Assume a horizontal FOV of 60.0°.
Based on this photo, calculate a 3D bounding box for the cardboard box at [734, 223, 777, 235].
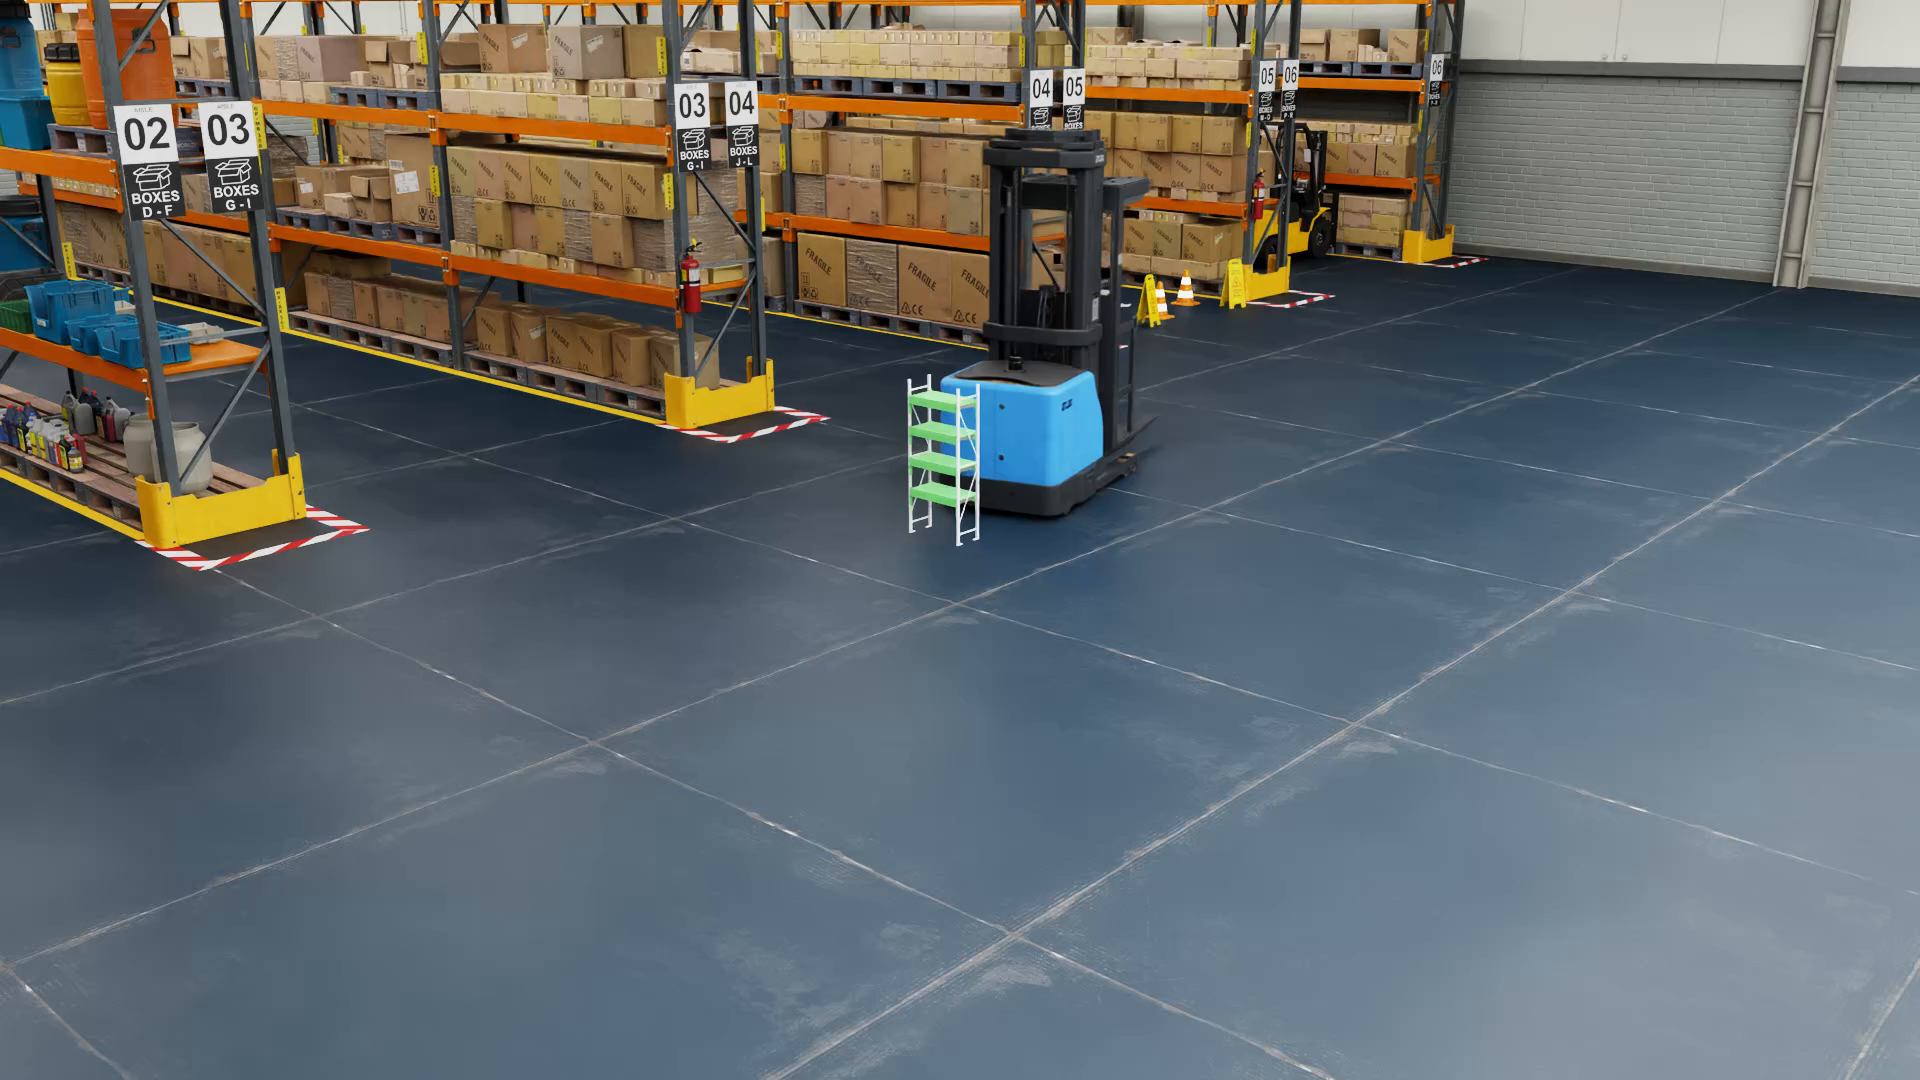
[{"bbox_3d":[-3.171,-3.969,23.185,0.750,0.750,1.050,15,23,39],"label":"cardboard box"}]

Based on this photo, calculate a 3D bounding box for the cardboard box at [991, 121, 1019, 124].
[{"bbox_3d":[0.747,-6.332,26.253,0.500,0.500,0.500,15,23,39],"label":"cardboard box"}]

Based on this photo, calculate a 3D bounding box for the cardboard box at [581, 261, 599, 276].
[{"bbox_3d":[-3.600,-2.776,16.814,0.250,0.149,0.380,15,23,39],"label":"cardboard box"}]

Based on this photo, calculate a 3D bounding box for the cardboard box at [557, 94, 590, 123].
[{"bbox_3d":[-3.586,-4.239,16.300,0.500,0.250,0.500,16,23,40],"label":"cardboard box"}]

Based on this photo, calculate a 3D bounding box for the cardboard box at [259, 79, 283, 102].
[{"bbox_3d":[-8.105,-5.450,20.115,0.500,0.250,0.500,16,23,40],"label":"cardboard box"}]

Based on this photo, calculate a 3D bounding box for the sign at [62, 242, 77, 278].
[{"bbox_3d":[-8.210,-2.574,15.307,0.005,0.325,0.100,15,23,39],"label":"sign"}]

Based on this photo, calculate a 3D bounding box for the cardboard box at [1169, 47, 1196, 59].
[{"bbox_3d":[3.121,-6.792,23.192,0.250,0.149,0.380,15,23,39],"label":"cardboard box"}]

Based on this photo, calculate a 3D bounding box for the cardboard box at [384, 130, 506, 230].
[{"bbox_3d":[-5.797,-4.118,18.942,1.000,1.000,1.000,15,23,40],"label":"cardboard box"}]

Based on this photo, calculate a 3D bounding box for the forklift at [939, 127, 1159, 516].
[{"bbox_3d":[0.912,-1.985,14.021,1.130,2.935,3.031,8,19,24],"label":"forklift"}]

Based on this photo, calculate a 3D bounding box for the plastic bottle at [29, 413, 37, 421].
[{"bbox_3d":[-8.066,-0.972,14.497,0.097,0.271,0.097,0,18,0],"label":"plastic bottle"}]

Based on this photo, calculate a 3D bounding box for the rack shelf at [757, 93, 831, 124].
[{"bbox_3d":[-3.424,-6.031,22.887,4.000,0.370,1.077,15,23,39],"label":"rack shelf"}]

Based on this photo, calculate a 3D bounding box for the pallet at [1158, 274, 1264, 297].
[{"bbox_3d":[3.633,-3.737,24.037,1.213,0.211,1.003,15,23,39],"label":"pallet"}]

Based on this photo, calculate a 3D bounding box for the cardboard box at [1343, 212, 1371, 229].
[{"bbox_3d":[6.627,-5.261,27.256,0.500,0.250,0.500,15,23,39],"label":"cardboard box"}]

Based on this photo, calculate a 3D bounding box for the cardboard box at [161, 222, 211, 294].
[{"bbox_3d":[-10.118,-3.931,22.858,0.875,0.875,1.225,14,22,37],"label":"cardboard box"}]

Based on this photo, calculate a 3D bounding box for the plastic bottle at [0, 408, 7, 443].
[{"bbox_3d":[-8.376,-1.010,14.610,0.135,0.276,0.152,16,24,41],"label":"plastic bottle"}]

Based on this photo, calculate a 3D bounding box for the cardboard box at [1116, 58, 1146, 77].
[{"bbox_3d":[2.567,-6.727,23.646,0.500,0.250,0.500,15,23,40],"label":"cardboard box"}]

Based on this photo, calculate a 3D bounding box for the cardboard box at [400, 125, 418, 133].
[{"bbox_3d":[-8.832,-6.951,27.244,0.500,0.500,0.500,14,22,38],"label":"cardboard box"}]

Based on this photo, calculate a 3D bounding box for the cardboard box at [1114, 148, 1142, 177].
[{"bbox_3d":[2.575,-5.425,24.089,0.500,0.500,0.500,15,23,40],"label":"cardboard box"}]

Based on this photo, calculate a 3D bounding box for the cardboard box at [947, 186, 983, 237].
[{"bbox_3d":[0.331,-3.981,19.948,0.550,0.550,0.875,15,23,39],"label":"cardboard box"}]

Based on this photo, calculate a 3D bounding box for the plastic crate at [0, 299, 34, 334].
[{"bbox_3d":[-7.755,-1.883,13.935,0.662,0.188,0.450,15,23,39],"label":"plastic crate"}]

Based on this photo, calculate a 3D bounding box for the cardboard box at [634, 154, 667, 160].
[{"bbox_3d":[-2.903,-3.578,16.616,0.500,0.500,0.500,15,23,39],"label":"cardboard box"}]

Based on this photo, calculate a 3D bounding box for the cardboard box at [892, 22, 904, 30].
[{"bbox_3d":[-1.135,-10.264,33.415,0.258,0.266,0.396,15,23,38],"label":"cardboard box"}]

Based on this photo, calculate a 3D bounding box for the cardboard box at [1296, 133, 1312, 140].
[{"bbox_3d":[5.781,-6.725,27.605,0.250,0.149,0.380,14,23,38],"label":"cardboard box"}]

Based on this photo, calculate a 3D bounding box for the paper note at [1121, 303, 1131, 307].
[{"bbox_3d":[2.246,-3.204,22.657,0.142,0.019,0.148,7,19,21],"label":"paper note"}]

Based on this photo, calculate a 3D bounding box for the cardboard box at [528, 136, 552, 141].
[{"bbox_3d":[-6.507,-6.214,25.972,0.250,0.149,0.380,14,22,37],"label":"cardboard box"}]

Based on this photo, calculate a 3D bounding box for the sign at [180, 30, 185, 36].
[{"bbox_3d":[-10.926,-6.998,23.369,0.005,0.325,0.100,15,23,39],"label":"sign"}]

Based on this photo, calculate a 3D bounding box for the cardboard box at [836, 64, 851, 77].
[{"bbox_3d":[-1.313,-5.798,20.519,0.250,0.149,0.380,15,23,38],"label":"cardboard box"}]

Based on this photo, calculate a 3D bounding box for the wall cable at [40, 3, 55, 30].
[{"bbox_3d":[-16.212,-12.158,30.727,0.120,5.999,2.277,15,23,39],"label":"wall cable"}]

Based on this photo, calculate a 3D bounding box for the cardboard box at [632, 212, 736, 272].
[{"bbox_3d":[-2.697,-2.944,16.271,0.500,0.500,0.875,15,23,39],"label":"cardboard box"}]

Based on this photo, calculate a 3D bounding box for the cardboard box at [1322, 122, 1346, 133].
[{"bbox_3d":[6.137,-6.760,27.224,0.250,0.149,0.380,16,23,40],"label":"cardboard box"}]

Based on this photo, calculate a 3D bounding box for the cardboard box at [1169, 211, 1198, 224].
[{"bbox_3d":[3.183,-4.596,23.675,0.250,0.149,0.380,16,24,41],"label":"cardboard box"}]

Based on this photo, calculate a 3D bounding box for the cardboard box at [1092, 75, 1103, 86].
[{"bbox_3d":[2.124,-6.669,24.124,0.250,0.149,0.380,14,22,38],"label":"cardboard box"}]

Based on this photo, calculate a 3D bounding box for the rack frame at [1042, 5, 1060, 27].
[{"bbox_3d":[1.583,-10.469,30.723,0.127,3.000,1.000,15,23,39],"label":"rack frame"}]

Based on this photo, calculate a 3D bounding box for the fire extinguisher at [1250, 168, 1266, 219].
[{"bbox_3d":[4.054,-4.715,22.639,0.183,0.674,0.296,15,23,39],"label":"fire extinguisher"}]

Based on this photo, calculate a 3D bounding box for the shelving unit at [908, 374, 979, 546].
[{"bbox_3d":[-0.124,-0.605,12.535,0.503,1.200,0.258,15,23,39],"label":"shelving unit"}]

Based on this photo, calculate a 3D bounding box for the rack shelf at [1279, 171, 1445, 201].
[{"bbox_3d":[6.070,-6.062,27.944,4.000,0.370,1.077,15,23,39],"label":"rack shelf"}]

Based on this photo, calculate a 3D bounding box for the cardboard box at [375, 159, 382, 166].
[{"bbox_3d":[-9.678,-6.391,28.207,0.250,0.149,0.380,16,24,41],"label":"cardboard box"}]

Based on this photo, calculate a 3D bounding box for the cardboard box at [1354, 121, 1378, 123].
[{"bbox_3d":[6.688,-6.828,27.439,0.250,0.149,0.380,16,24,41],"label":"cardboard box"}]

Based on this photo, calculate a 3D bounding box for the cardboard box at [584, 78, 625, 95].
[{"bbox_3d":[-3.419,-4.403,16.156,0.250,0.149,0.380,15,23,40],"label":"cardboard box"}]

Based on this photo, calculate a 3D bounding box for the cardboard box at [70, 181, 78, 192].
[{"bbox_3d":[-12.876,-5.224,24.528,0.250,0.149,0.380,16,23,40],"label":"cardboard box"}]

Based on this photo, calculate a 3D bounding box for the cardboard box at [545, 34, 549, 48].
[{"bbox_3d":[-6.370,-7.464,24.782,0.258,0.266,0.396,15,23,39],"label":"cardboard box"}]

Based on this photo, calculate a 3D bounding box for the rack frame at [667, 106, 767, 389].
[{"bbox_3d":[-2.304,-2.637,15.964,0.127,3.000,1.000,15,23,39],"label":"rack frame"}]

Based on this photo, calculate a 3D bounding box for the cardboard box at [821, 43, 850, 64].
[{"bbox_3d":[-1.369,-6.028,20.585,0.500,0.250,0.500,15,23,39],"label":"cardboard box"}]

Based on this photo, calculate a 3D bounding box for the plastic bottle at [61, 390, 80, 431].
[{"bbox_3d":[-8.006,-1.170,14.993,0.185,0.351,0.144,15,23,39],"label":"plastic bottle"}]

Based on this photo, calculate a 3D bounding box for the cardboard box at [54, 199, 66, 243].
[{"bbox_3d":[-13.739,-4.927,25.996,0.875,0.875,0.875,15,23,39],"label":"cardboard box"}]

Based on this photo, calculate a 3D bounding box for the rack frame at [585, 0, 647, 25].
[{"bbox_3d":[-4.919,-8.205,23.589,0.127,3.000,1.000,15,23,39],"label":"rack frame"}]

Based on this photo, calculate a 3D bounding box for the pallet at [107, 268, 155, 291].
[{"bbox_3d":[-11.796,-3.888,24.514,1.213,0.211,1.003,15,23,39],"label":"pallet"}]

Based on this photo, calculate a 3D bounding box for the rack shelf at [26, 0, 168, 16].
[{"bbox_3d":[-12.775,-7.774,24.083,4.000,0.370,1.077,15,23,39],"label":"rack shelf"}]

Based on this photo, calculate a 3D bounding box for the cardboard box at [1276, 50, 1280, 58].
[{"bbox_3d":[5.283,-8.051,27.619,0.250,0.149,0.380,16,24,41],"label":"cardboard box"}]

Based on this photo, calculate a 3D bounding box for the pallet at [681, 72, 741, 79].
[{"bbox_3d":[-3.564,-6.344,22.997,1.213,0.211,1.003,16,24,42],"label":"pallet"}]

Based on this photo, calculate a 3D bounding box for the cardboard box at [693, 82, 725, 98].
[{"bbox_3d":[-2.356,-4.293,15.811,0.250,0.149,0.380,15,23,39],"label":"cardboard box"}]

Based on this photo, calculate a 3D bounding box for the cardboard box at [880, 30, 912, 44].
[{"bbox_3d":[-0.743,-6.025,19.916,0.250,0.149,0.380,15,23,39],"label":"cardboard box"}]

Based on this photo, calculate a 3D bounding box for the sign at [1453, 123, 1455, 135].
[{"bbox_3d":[7.939,-6.578,26.818,0.005,0.325,0.100,15,23,39],"label":"sign"}]

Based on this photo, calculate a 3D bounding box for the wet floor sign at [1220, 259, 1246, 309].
[{"bbox_3d":[3.706,-3.477,22.502,0.267,0.644,0.232,-9,20,-27],"label":"wet floor sign"}]
